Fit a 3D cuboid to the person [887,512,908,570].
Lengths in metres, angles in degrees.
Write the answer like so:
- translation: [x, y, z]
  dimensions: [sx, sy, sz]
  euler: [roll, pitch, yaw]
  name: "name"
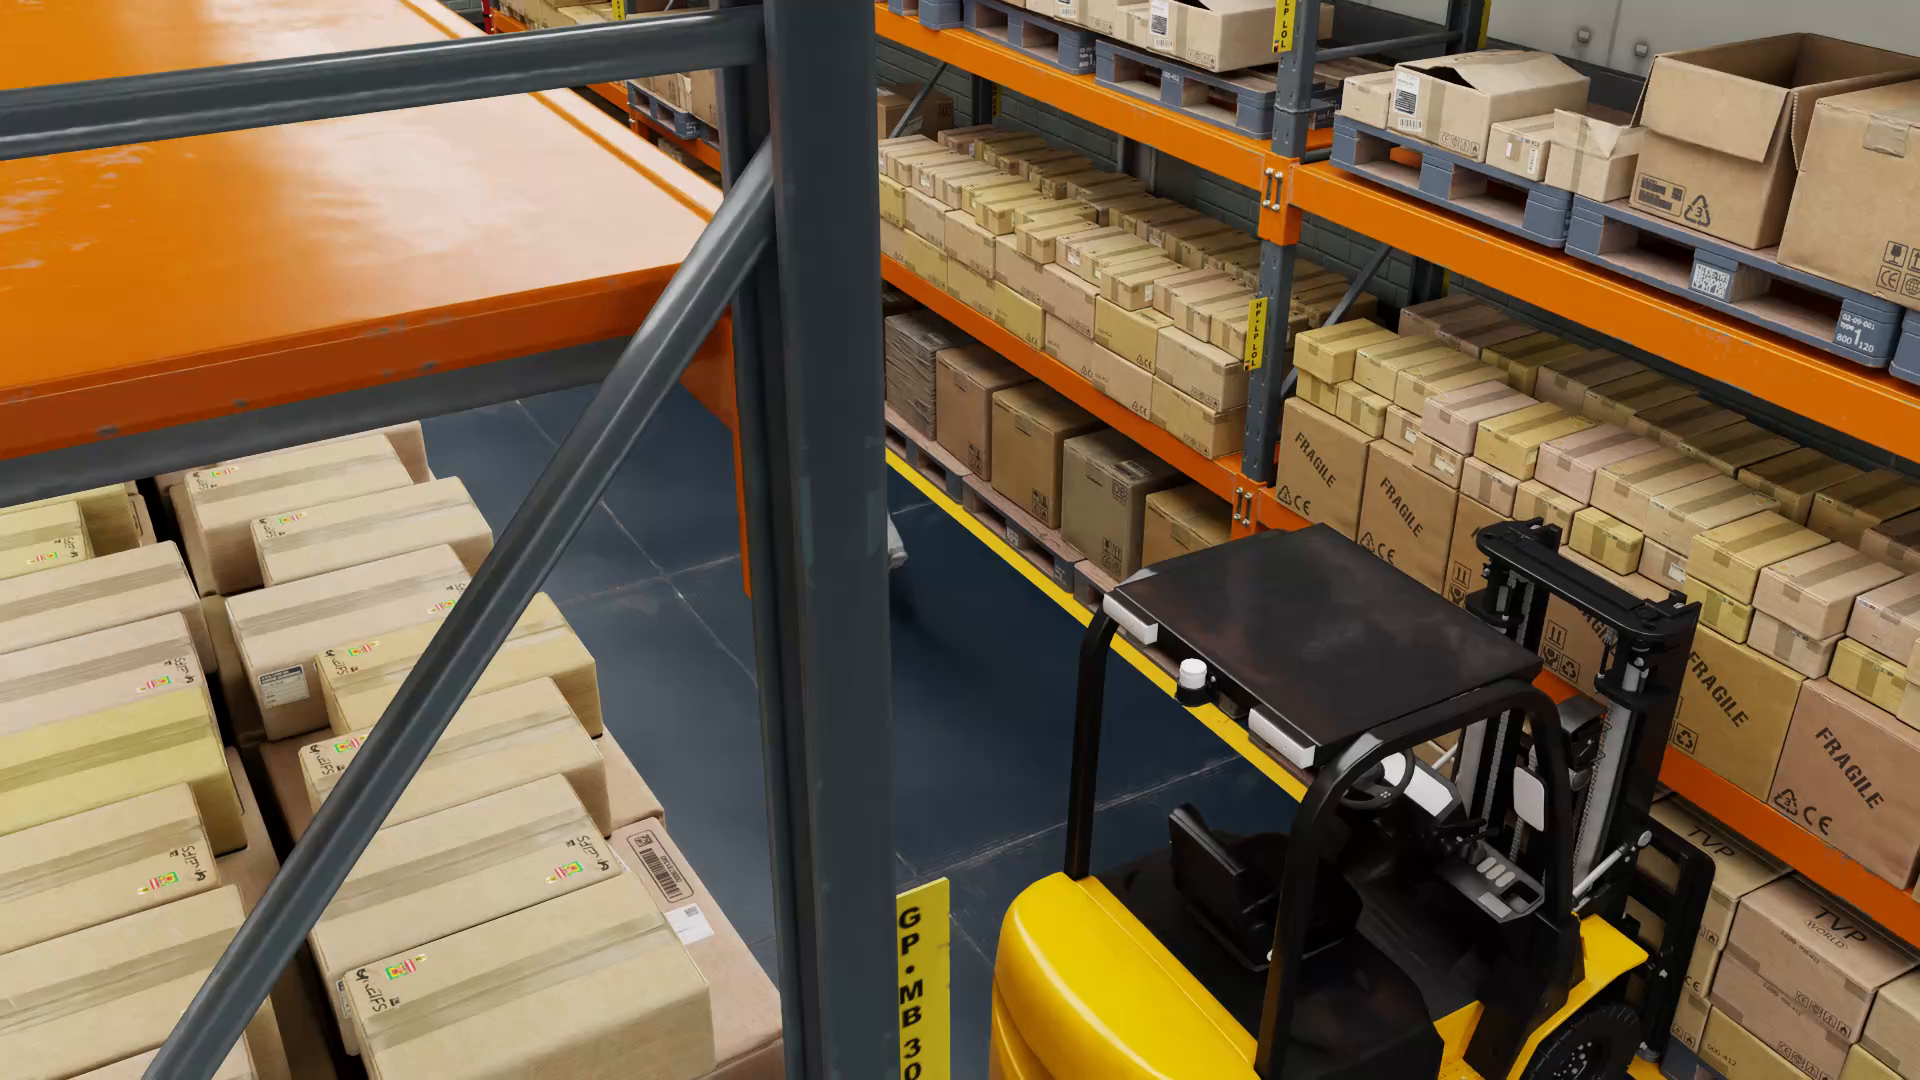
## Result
- translation: [-0.658, -0.516, 9.019]
  dimensions: [0.491, 1.639, 0.752]
  euler: [-20, 35, -31]
  name: "person"
